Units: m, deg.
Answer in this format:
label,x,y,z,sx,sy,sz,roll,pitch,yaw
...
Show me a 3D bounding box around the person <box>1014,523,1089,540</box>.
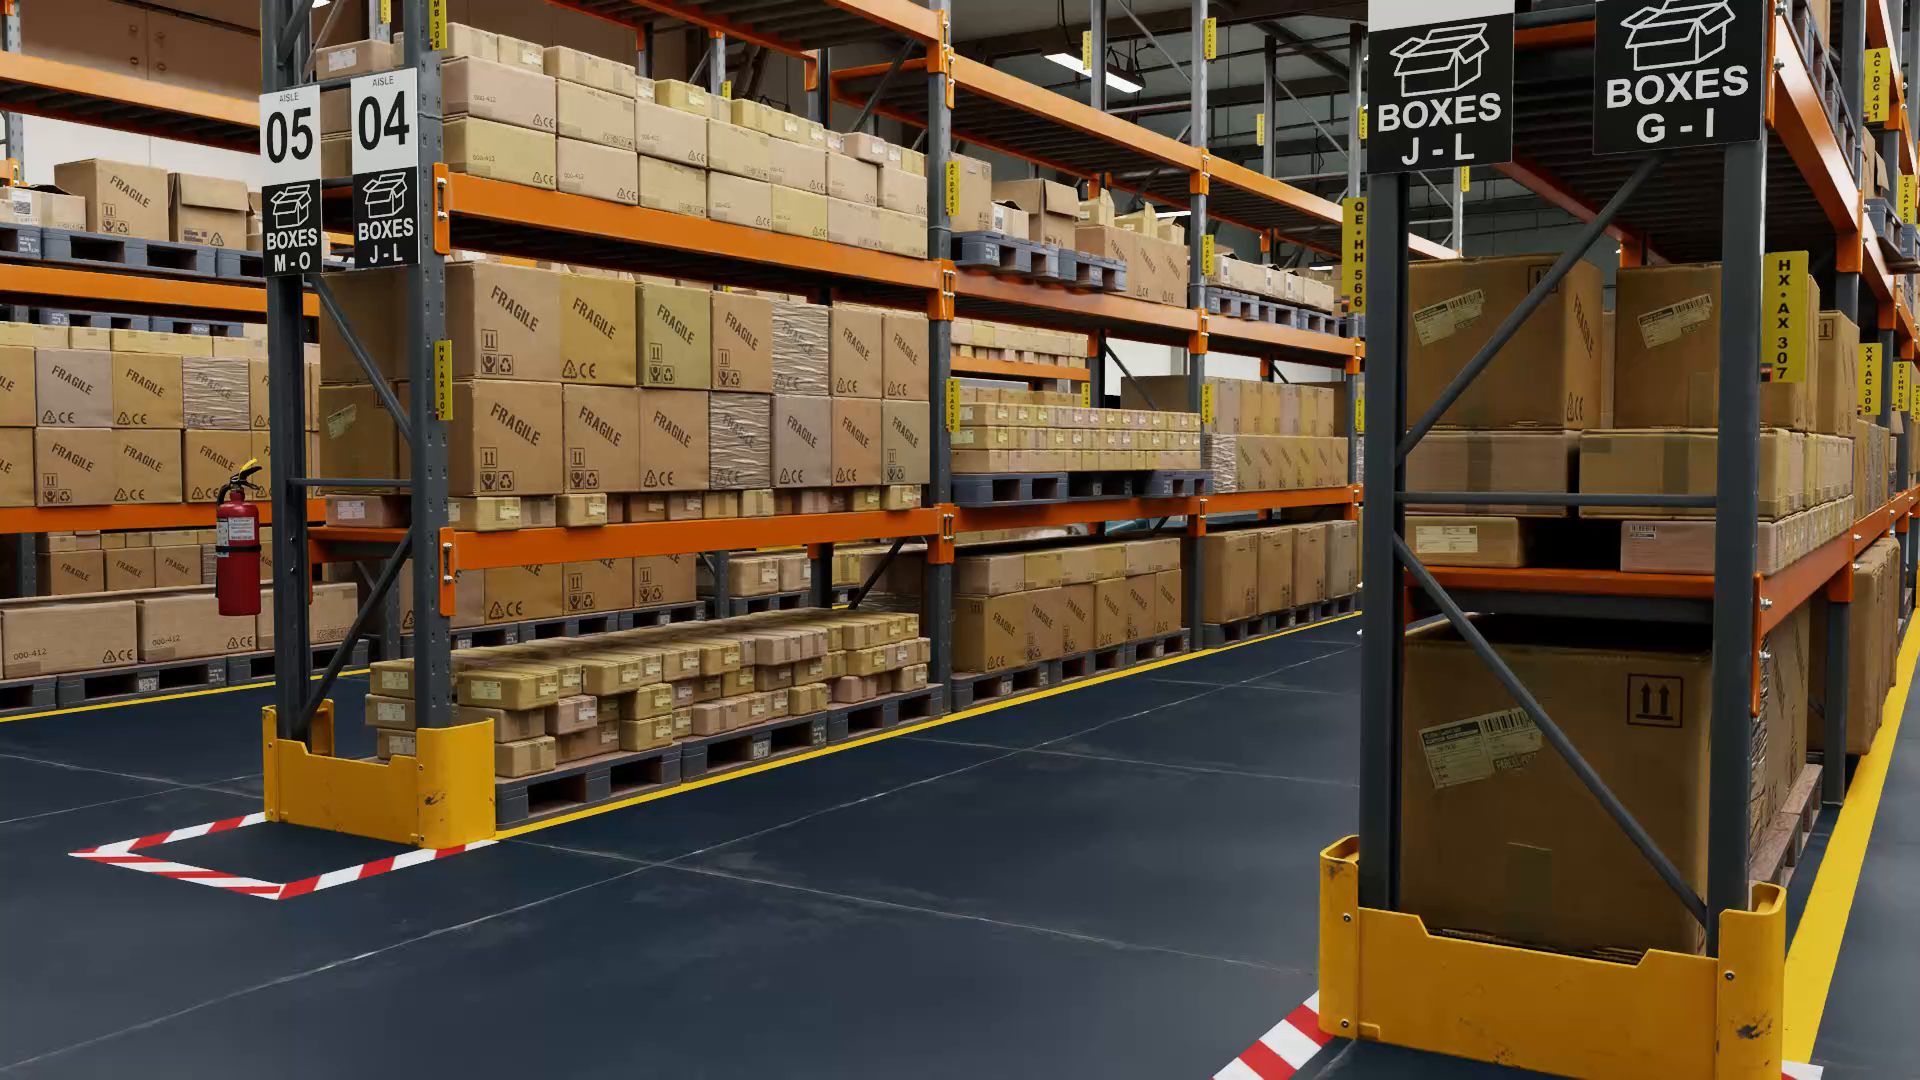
label,x,y,z,sx,sy,sz,roll,pitch,yaw
person,0.912,0.291,16.644,0.908,0.981,0.462,2,3,29
